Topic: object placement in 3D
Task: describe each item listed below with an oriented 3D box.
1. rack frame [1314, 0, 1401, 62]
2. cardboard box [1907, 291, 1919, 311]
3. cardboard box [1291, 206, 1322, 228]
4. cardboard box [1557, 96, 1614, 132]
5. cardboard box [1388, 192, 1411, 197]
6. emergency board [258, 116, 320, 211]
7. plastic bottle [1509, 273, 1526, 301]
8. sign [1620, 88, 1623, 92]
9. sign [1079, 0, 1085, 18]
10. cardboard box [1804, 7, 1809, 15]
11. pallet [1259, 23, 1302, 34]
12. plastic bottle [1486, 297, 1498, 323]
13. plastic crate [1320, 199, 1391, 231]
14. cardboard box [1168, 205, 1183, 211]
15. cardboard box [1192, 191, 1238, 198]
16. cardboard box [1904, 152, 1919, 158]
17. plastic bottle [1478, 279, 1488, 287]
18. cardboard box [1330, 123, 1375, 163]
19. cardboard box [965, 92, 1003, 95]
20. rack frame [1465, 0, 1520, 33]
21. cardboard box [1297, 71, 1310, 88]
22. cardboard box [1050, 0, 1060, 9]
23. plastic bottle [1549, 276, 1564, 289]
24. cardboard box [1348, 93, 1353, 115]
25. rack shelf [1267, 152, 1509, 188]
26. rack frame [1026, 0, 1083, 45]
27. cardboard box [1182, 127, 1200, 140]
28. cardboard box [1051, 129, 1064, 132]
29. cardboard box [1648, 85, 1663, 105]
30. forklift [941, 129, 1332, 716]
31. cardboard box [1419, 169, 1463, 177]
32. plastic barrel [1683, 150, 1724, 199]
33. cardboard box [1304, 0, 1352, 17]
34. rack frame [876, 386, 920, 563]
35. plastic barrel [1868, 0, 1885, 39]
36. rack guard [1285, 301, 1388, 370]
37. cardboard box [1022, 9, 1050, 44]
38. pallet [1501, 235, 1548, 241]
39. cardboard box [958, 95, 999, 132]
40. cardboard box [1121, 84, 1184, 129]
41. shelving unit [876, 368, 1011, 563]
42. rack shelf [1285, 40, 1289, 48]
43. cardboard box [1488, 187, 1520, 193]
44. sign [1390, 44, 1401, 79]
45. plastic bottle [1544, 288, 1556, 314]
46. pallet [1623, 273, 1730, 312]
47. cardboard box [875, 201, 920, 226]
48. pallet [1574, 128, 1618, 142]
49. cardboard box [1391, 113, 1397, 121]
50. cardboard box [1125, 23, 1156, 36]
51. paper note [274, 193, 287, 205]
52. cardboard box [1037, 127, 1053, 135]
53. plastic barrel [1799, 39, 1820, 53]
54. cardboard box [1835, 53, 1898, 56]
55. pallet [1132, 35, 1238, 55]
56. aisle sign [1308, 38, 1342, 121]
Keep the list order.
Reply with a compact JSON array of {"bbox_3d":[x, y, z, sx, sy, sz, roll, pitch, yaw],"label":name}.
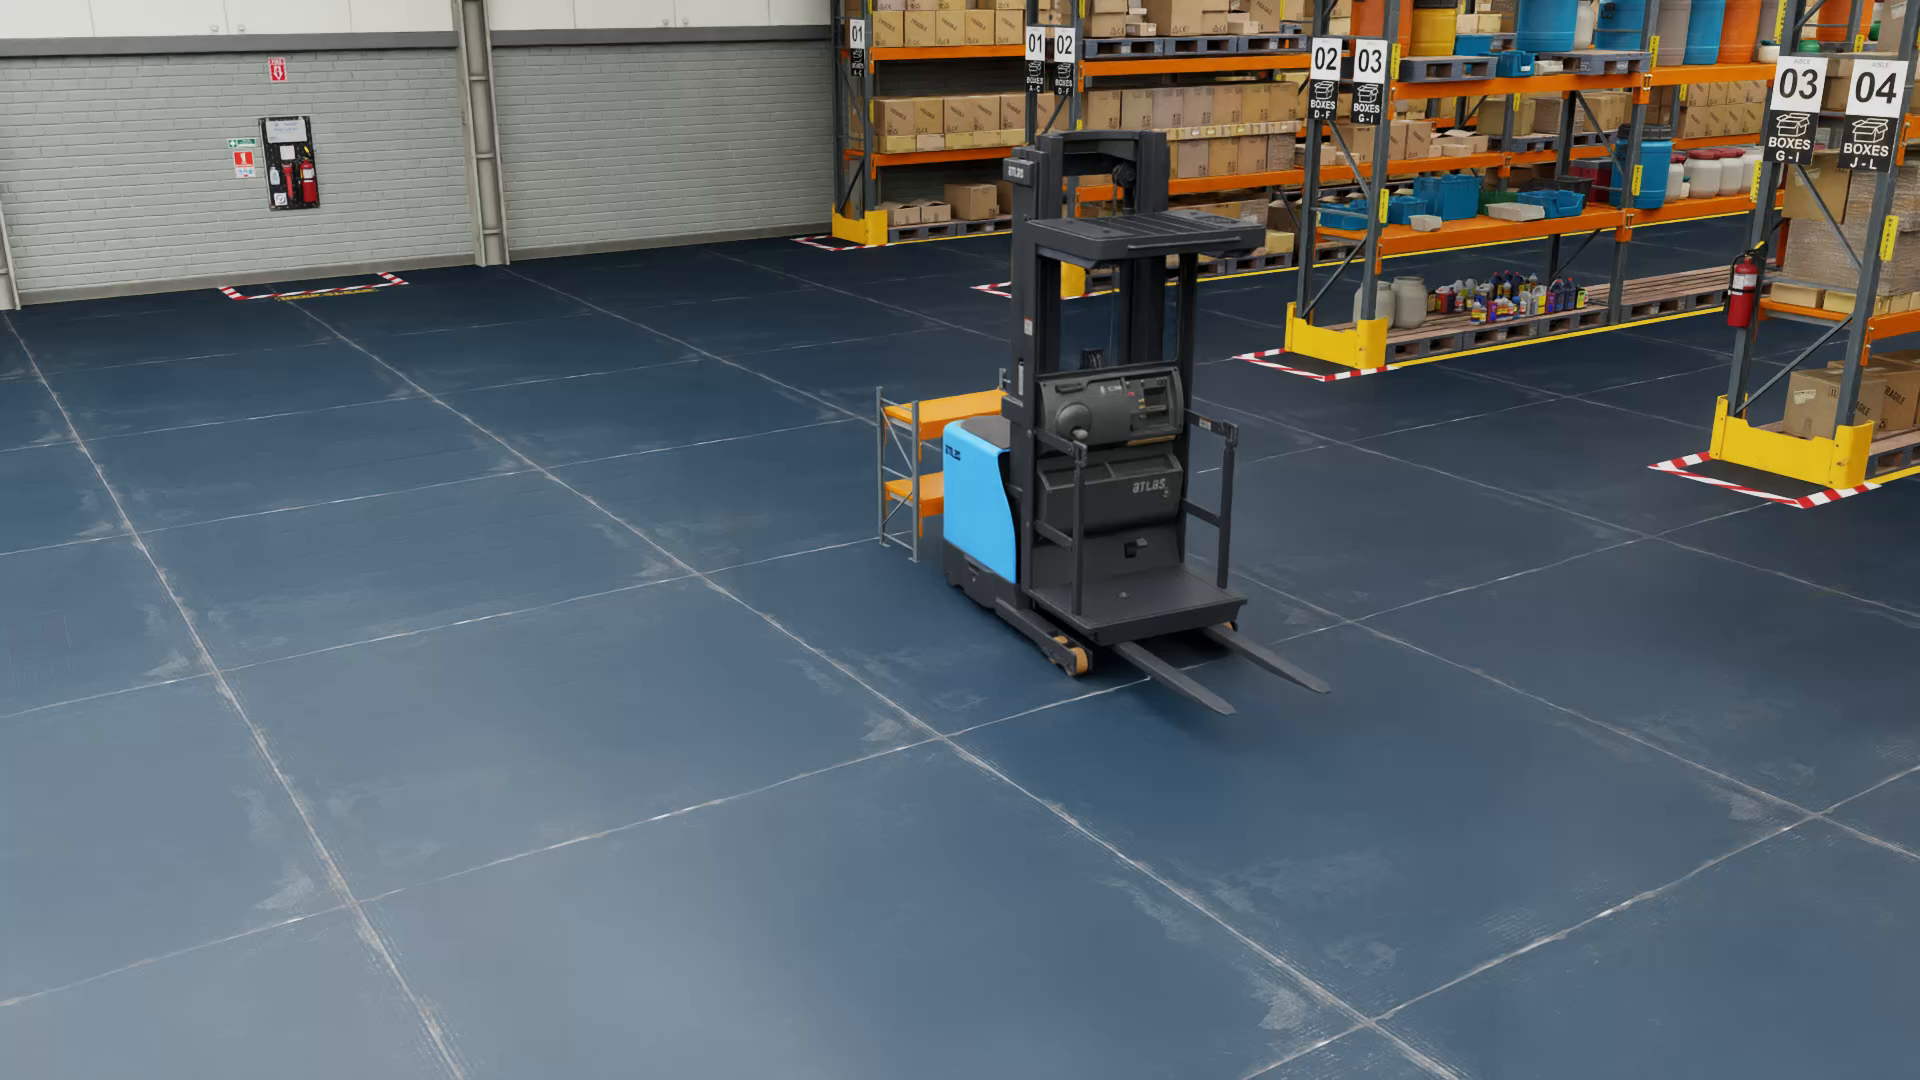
[{"bbox_3d":[3.866,-6.143,15.866,0.127,3.000,1.000,-12,22,-31],"label":"rack frame"},{"bbox_3d":[7.395,-1.923,13.141,0.250,0.149,0.380,-12,22,-31],"label":"cardboard box"},{"bbox_3d":[4.967,-4.500,23.133,0.500,0.311,0.500,-12,22,-31],"label":"cardboard box"},{"bbox_3d":[9.725,-6.659,25.947,0.700,0.500,0.500,16,24,39],"label":"cardboard box"},{"bbox_3d":[6.366,-5.000,24.614,0.500,0.311,0.500,-13,22,-33],"label":"cardboard box"},{"bbox_3d":[-8.570,-4.824,21.331,0.643,1.169,0.194,-12,22,-31],"label":"emergency board"},{"bbox_3d":[6.383,-2.890,19.058,0.185,0.351,0.144,-12,22,-31],"label":"plastic bottle"},{"bbox_3d":[10.862,-7.295,27.286,0.005,0.325,0.100,-12,22,-31],"label":"sign"},{"bbox_3d":[1.445,-6.350,19.672,0.005,0.325,0.100,-12,22,-31],"label":"sign"},{"bbox_3d":[13.801,-8.785,27.817,0.500,0.250,0.500,-12,22,-31],"label":"cardboard box"},{"bbox_3d":[5.607,-8.820,28.760,1.003,0.211,1.213,-11,21,-29],"label":"pallet"},{"bbox_3d":[5.750,-2.494,17.993,0.133,0.283,0.061,-11,22,-31],"label":"plastic bottle"},{"bbox_3d":[4.119,-3.399,17.348,0.616,0.251,0.499,-12,22,-31],"label":"plastic crate"},{"bbox_3d":[2.542,-4.094,21.637,0.500,0.500,0.500,-12,22,-31],"label":"cardboard box"},{"bbox_3d":[3.512,-4.495,22.824,0.500,0.500,0.500,-12,22,-31],"label":"cardboard box"},{"bbox_3d":[7.620,-2.749,13.010,0.500,0.500,0.500,-12,22,-31],"label":"cardboard box"},{"bbox_3d":[5.985,-2.845,19.031,0.133,0.283,0.061,-11,21,-29],"label":"plastic bottle"},{"bbox_3d":[5.576,-5.603,23.477,0.500,0.500,0.500,-10,21,-28],"label":"cardboard box"},{"bbox_3d":[0.397,-6.746,26.048,0.500,0.500,0.500,-11,22,-30],"label":"cardboard box"},{"bbox_3d":[7.826,-8.878,23.955,0.127,3.000,1.000,-12,22,-31],"label":"rack frame"},{"bbox_3d":[6.068,-8.019,28.959,0.500,0.250,0.500,-12,22,-32],"label":"cardboard box"},{"bbox_3d":[1.488,-8.447,25.614,0.500,0.500,0.500,-14,23,-36],"label":"cardboard box"},{"bbox_3d":[6.748,-2.808,18.815,0.185,0.351,0.144,-12,22,-31],"label":"plastic bottle"},{"bbox_3d":[6.933,-7.846,29.617,0.500,0.500,0.500,-11,22,-30],"label":"cardboard box"},{"bbox_3d":[6.156,-5.343,23.989,4.000,0.370,1.077,-12,22,-31],"label":"rack shelf"},{"bbox_3d":[1.144,-7.469,19.787,0.127,3.000,1.000,-12,22,-31],"label":"rack frame"},{"bbox_3d":[2.875,-5.264,21.462,0.250,0.149,0.380,-12,22,-31],"label":"cardboard box"},{"bbox_3d":[1.359,-5.100,20.977,0.250,0.149,0.380,-12,22,-32],"label":"cardboard box"},{"bbox_3d":[11.447,-7.420,27.292,0.500,0.500,0.500,-12,22,-31],"label":"cardboard box"},{"bbox_3d":[0.981,-0.774,9.457,1.130,2.935,3.031,-9,21,-25],"label":"forklift"},{"bbox_3d":[9.120,-7.184,31.559,0.500,0.500,0.700,-12,22,-31],"label":"cardboard box"},{"bbox_3d":[8.739,-4.309,19.596,0.433,0.535,0.433,0,19,0],"label":"plastic barrel"},{"bbox_3d":[5.022,-7.334,22.478,0.500,0.500,0.500,-12,22,-31],"label":"cardboard box"},{"bbox_3d":[-0.419,-0.445,11.303,0.032,1.125,0.500,-12,22,-31],"label":"rack frame"},{"bbox_3d":[11.945,-6.747,21.468,0.433,0.535,0.433,0,19,0],"label":"plastic barrel"},{"bbox_3d":[3.903,-2.143,17.304,0.348,0.500,1.175,-12,22,-31],"label":"rack guard"},{"bbox_3d":[1.042,-7.893,25.537,0.500,0.500,0.500,-14,23,-36],"label":"cardboard box"},{"bbox_3d":[8.470,-4.836,25.721,1.213,0.211,1.003,-12,22,-31],"label":"pallet"},{"bbox_3d":[0.259,-6.517,25.369,0.500,0.500,0.500,-11,22,-30],"label":"cardboard box"},{"bbox_3d":[2.442,-5.560,21.326,0.500,0.500,0.700,-12,22,-31],"label":"cardboard box"},{"bbox_3d":[0.006,-0.534,11.568,1.048,1.125,0.538,-12,22,-31],"label":"shelving unit"},{"bbox_3d":[6.769,-8.793,29.510,4.000,0.370,1.077,-12,22,-31],"label":"rack shelf"},{"bbox_3d":[8.363,-5.064,25.257,0.500,0.500,0.500,-11,22,-29],"label":"cardboard box"},{"bbox_3d":[4.165,-4.579,15.907,0.005,0.325,0.100,-12,22,-31],"label":"sign"},{"bbox_3d":[6.554,-2.663,18.494,0.133,0.283,0.061,-10,21,-28],"label":"plastic bottle"},{"bbox_3d":[8.861,-3.050,20.437,1.213,0.211,1.003,-12,22,-31],"label":"pallet"},{"bbox_3d":[-0.956,-4.984,25.314,0.500,0.311,0.500,-15,24,-37],"label":"cardboard box"},{"bbox_3d":[10.439,-6.538,26.700,1.213,0.211,1.003,-12,22,-31],"label":"pallet"},{"bbox_3d":[7.685,-7.674,30.120,0.250,0.149,0.380,-12,22,-31],"label":"cardboard box"},{"bbox_3d":[2.224,-6.354,20.691,0.250,0.149,0.380,-12,22,-31],"label":"cardboard box"},{"bbox_3d":[-8.756,-4.394,21.434,0.142,0.148,0.016,-12,22,-31],"label":"paper note"},{"bbox_3d":[1.108,-6.344,26.030,0.500,0.250,0.500,-12,22,-31],"label":"cardboard box"},{"bbox_3d":[10.369,-6.001,20.370,0.294,0.245,0.294,0,19,0],"label":"plastic barrel"},{"bbox_3d":[7.100,-3.740,13.051,0.250,0.149,0.380,-13,23,-34],"label":"cardboard box"},{"bbox_3d":[2.769,-6.340,21.269,1.213,0.211,1.003,-12,22,-31],"label":"pallet"},{"bbox_3d":[3.642,-4.600,16.608,0.004,0.787,0.394,-12,22,-31],"label":"aisle sign"}]
